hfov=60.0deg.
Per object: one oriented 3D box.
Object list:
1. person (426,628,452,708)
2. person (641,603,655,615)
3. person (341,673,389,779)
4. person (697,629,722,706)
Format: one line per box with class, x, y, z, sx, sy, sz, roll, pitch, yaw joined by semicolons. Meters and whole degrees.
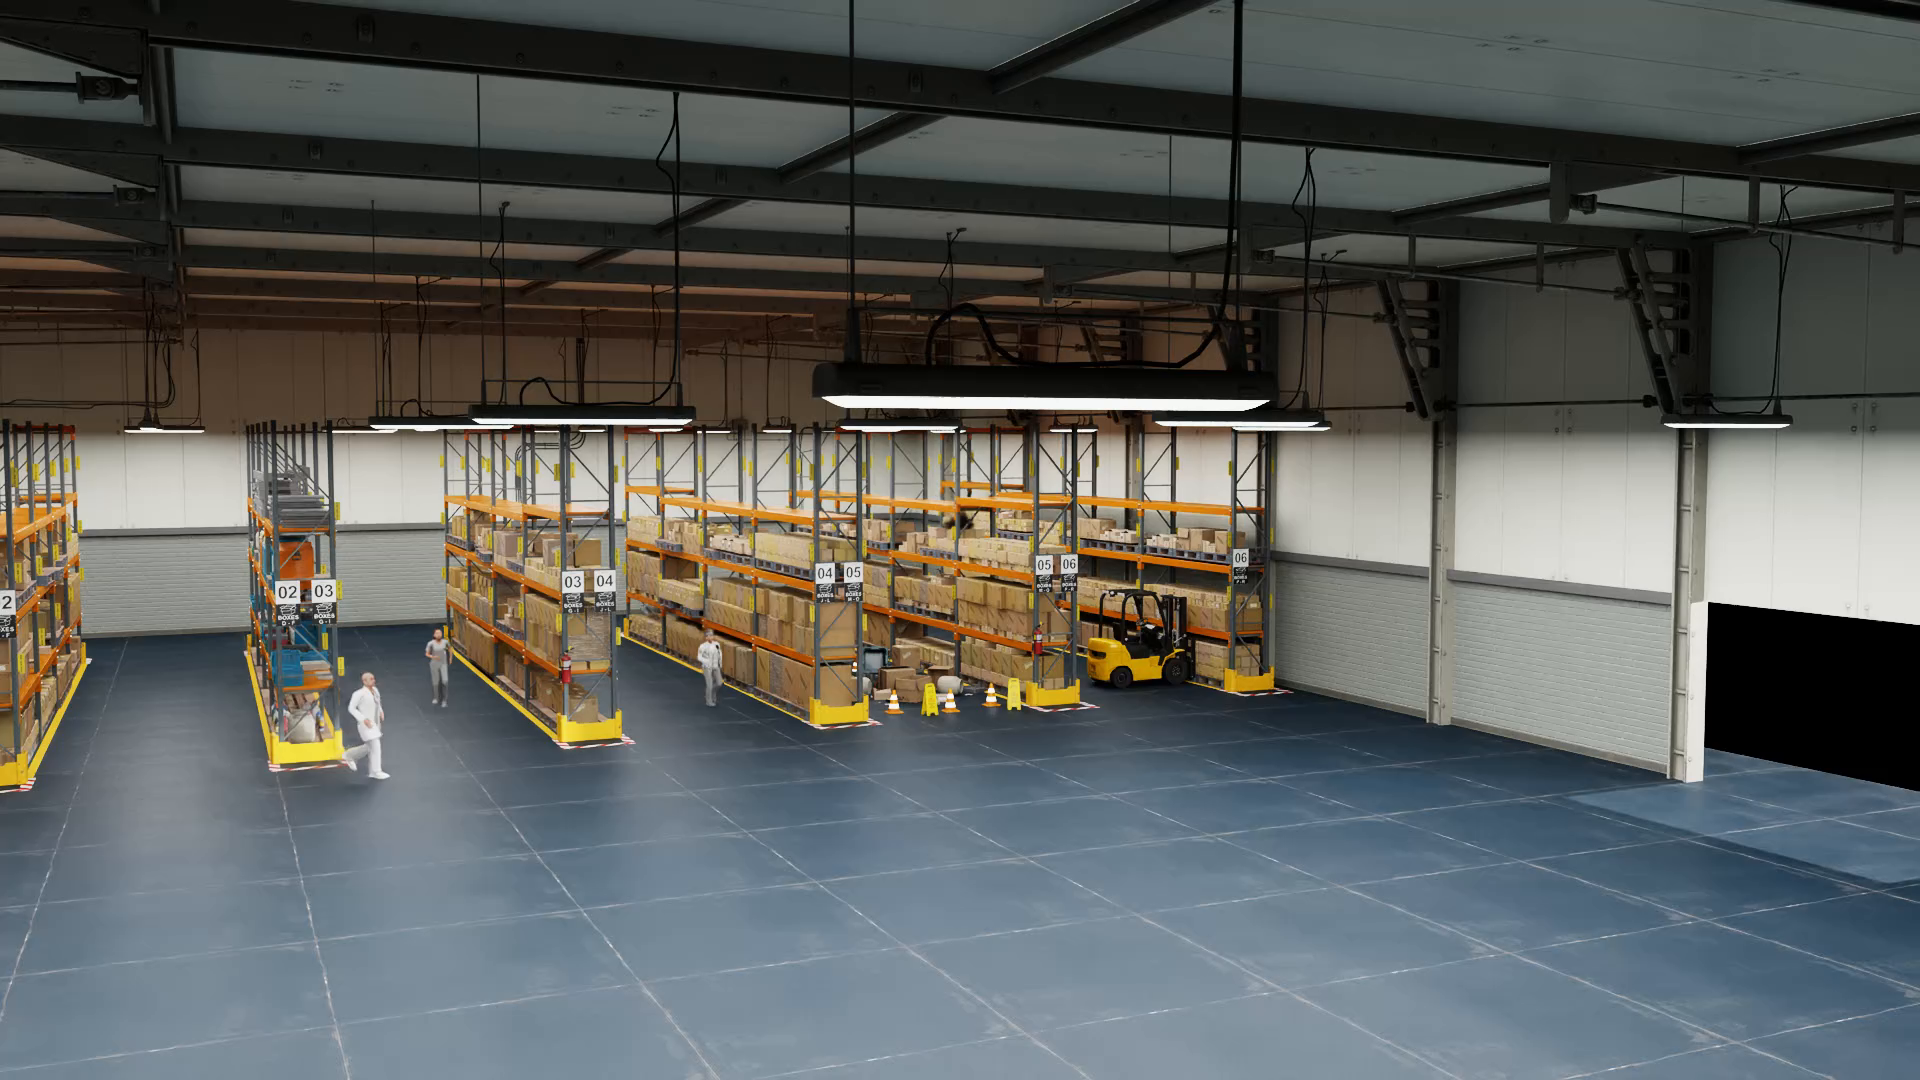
person;-11.001;2.709;35.153;0.580;1.719;0.715;-2;4;-28
person;-9.136;1.783;49.043;0.714;1.712;0.712;-2;4;-26
person;-9.957;3.094;27.795;0.884;1.770;0.707;1;4;12
person;-5.228;2.695;35.090;0.589;1.653;0.528;-2;4;-30
